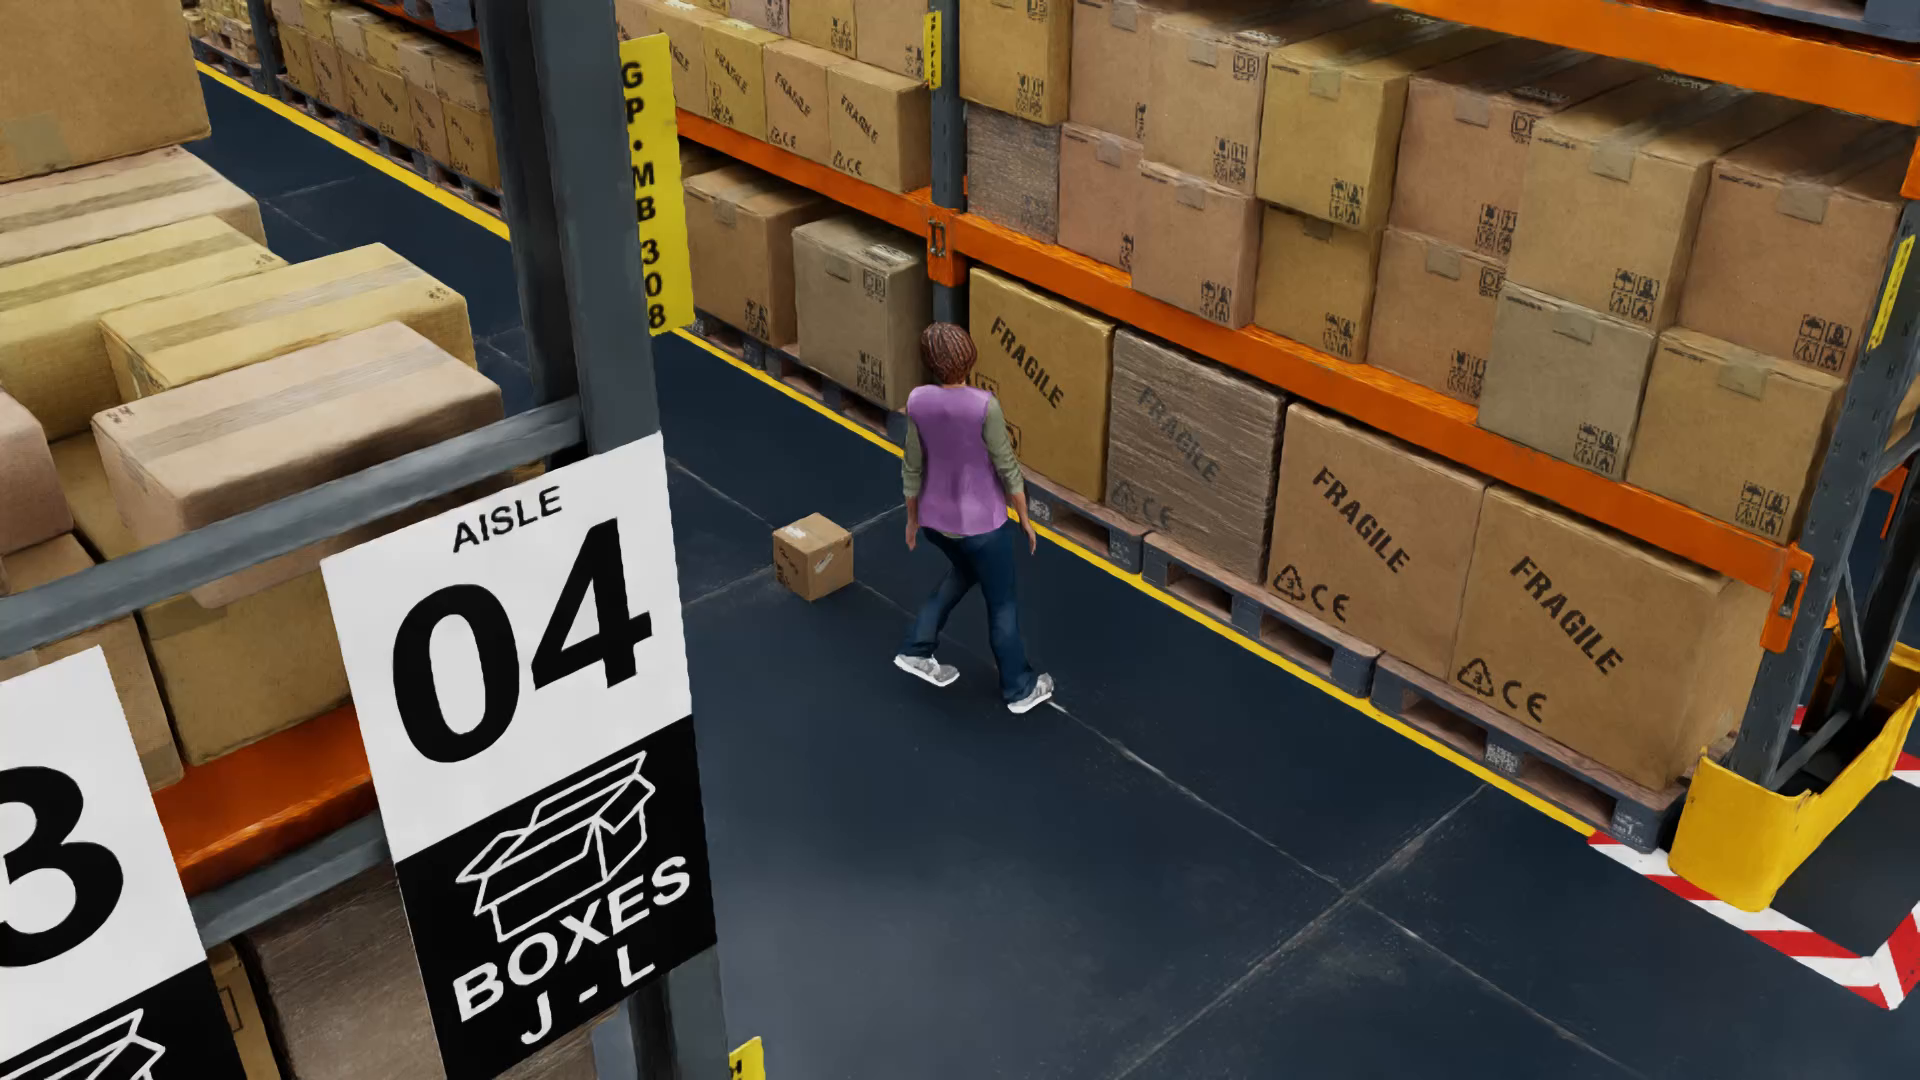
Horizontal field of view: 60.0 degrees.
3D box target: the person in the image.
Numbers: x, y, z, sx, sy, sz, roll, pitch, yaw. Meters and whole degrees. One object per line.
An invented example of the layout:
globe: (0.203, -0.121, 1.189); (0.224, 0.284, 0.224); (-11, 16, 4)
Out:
person: (0.052, -0.048, 6.251); (0.566, 1.555, 0.429); (19, 37, 27)
